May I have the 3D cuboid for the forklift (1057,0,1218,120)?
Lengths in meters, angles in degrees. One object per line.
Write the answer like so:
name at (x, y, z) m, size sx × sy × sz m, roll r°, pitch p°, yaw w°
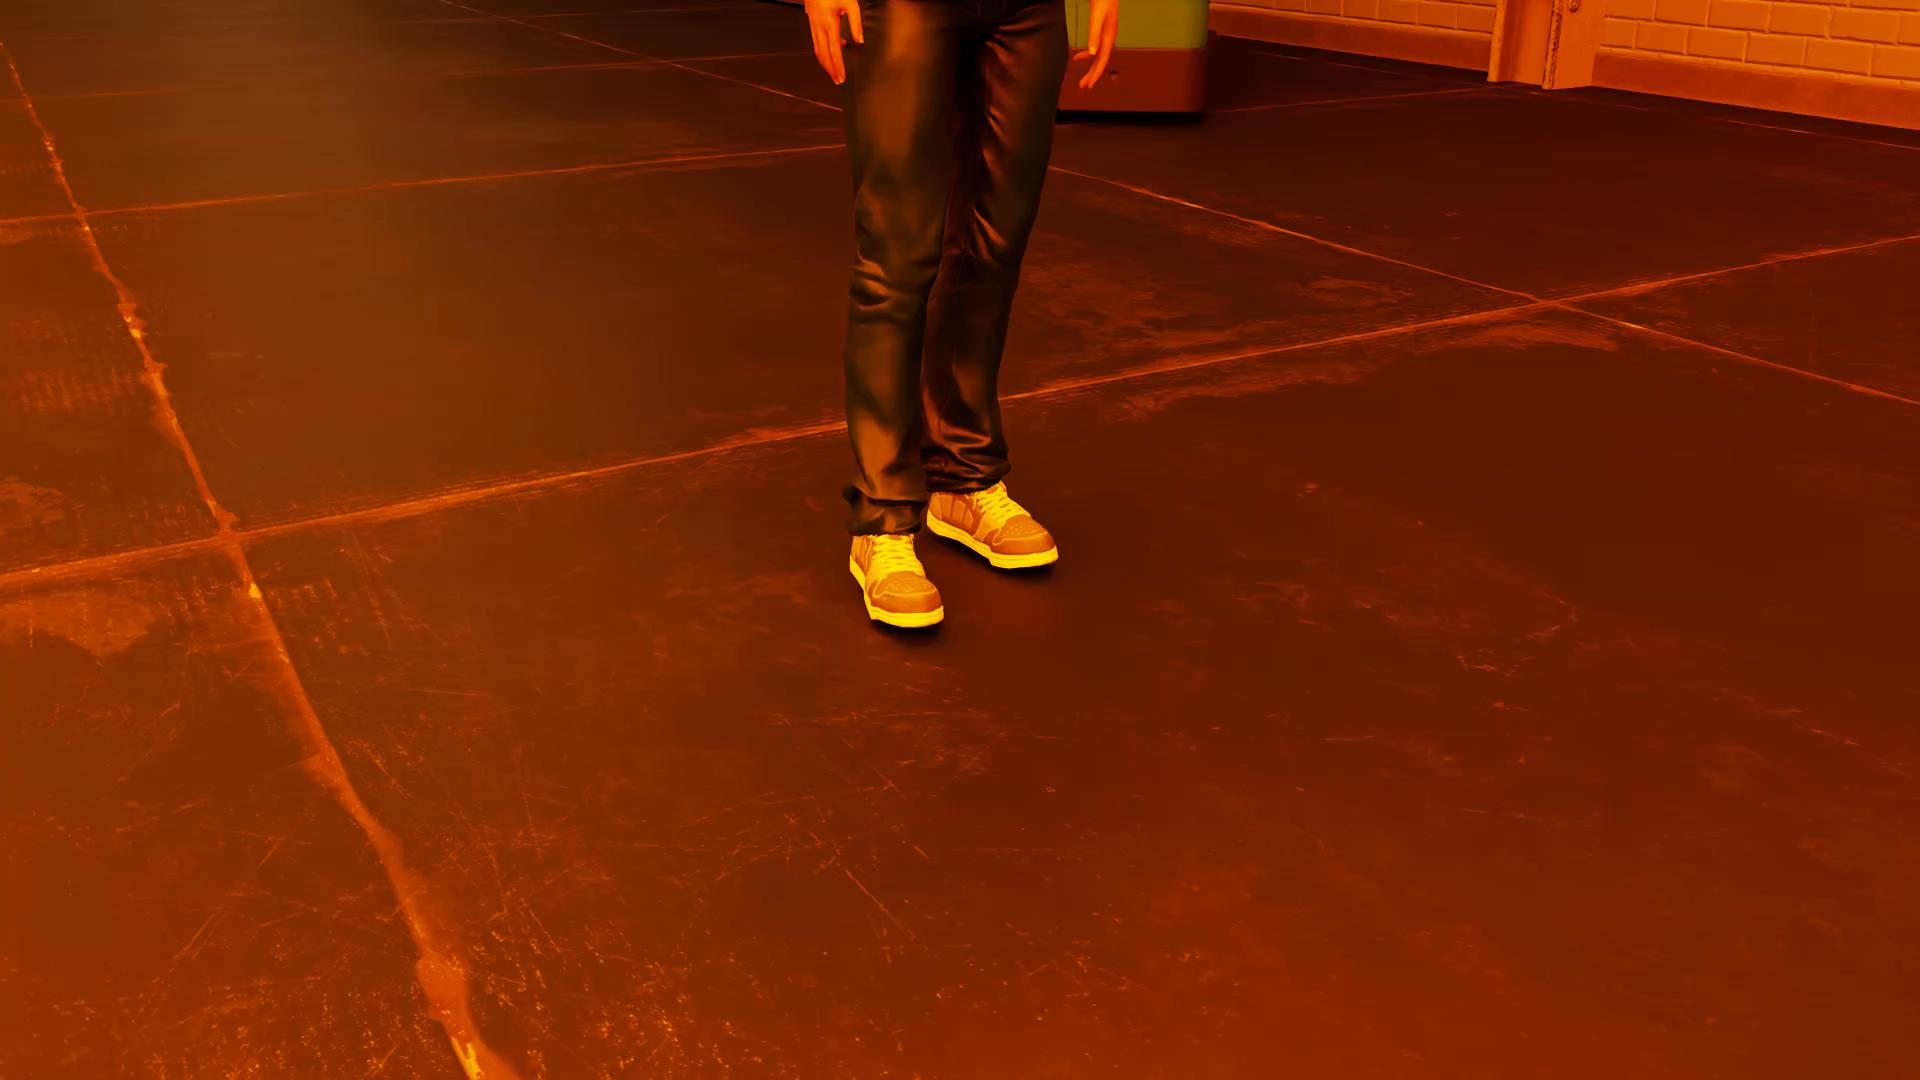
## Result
forklift at (0.622, -3.544, 7.410) m, size 1.130 × 2.935 × 3.031 m, roll 3°, pitch 22°, yaw 6°

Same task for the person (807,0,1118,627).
person at (0.025, -0.718, 2.262) m, size 0.520 × 1.599 × 0.473 m, roll -12°, pitch 25°, yaw -28°
